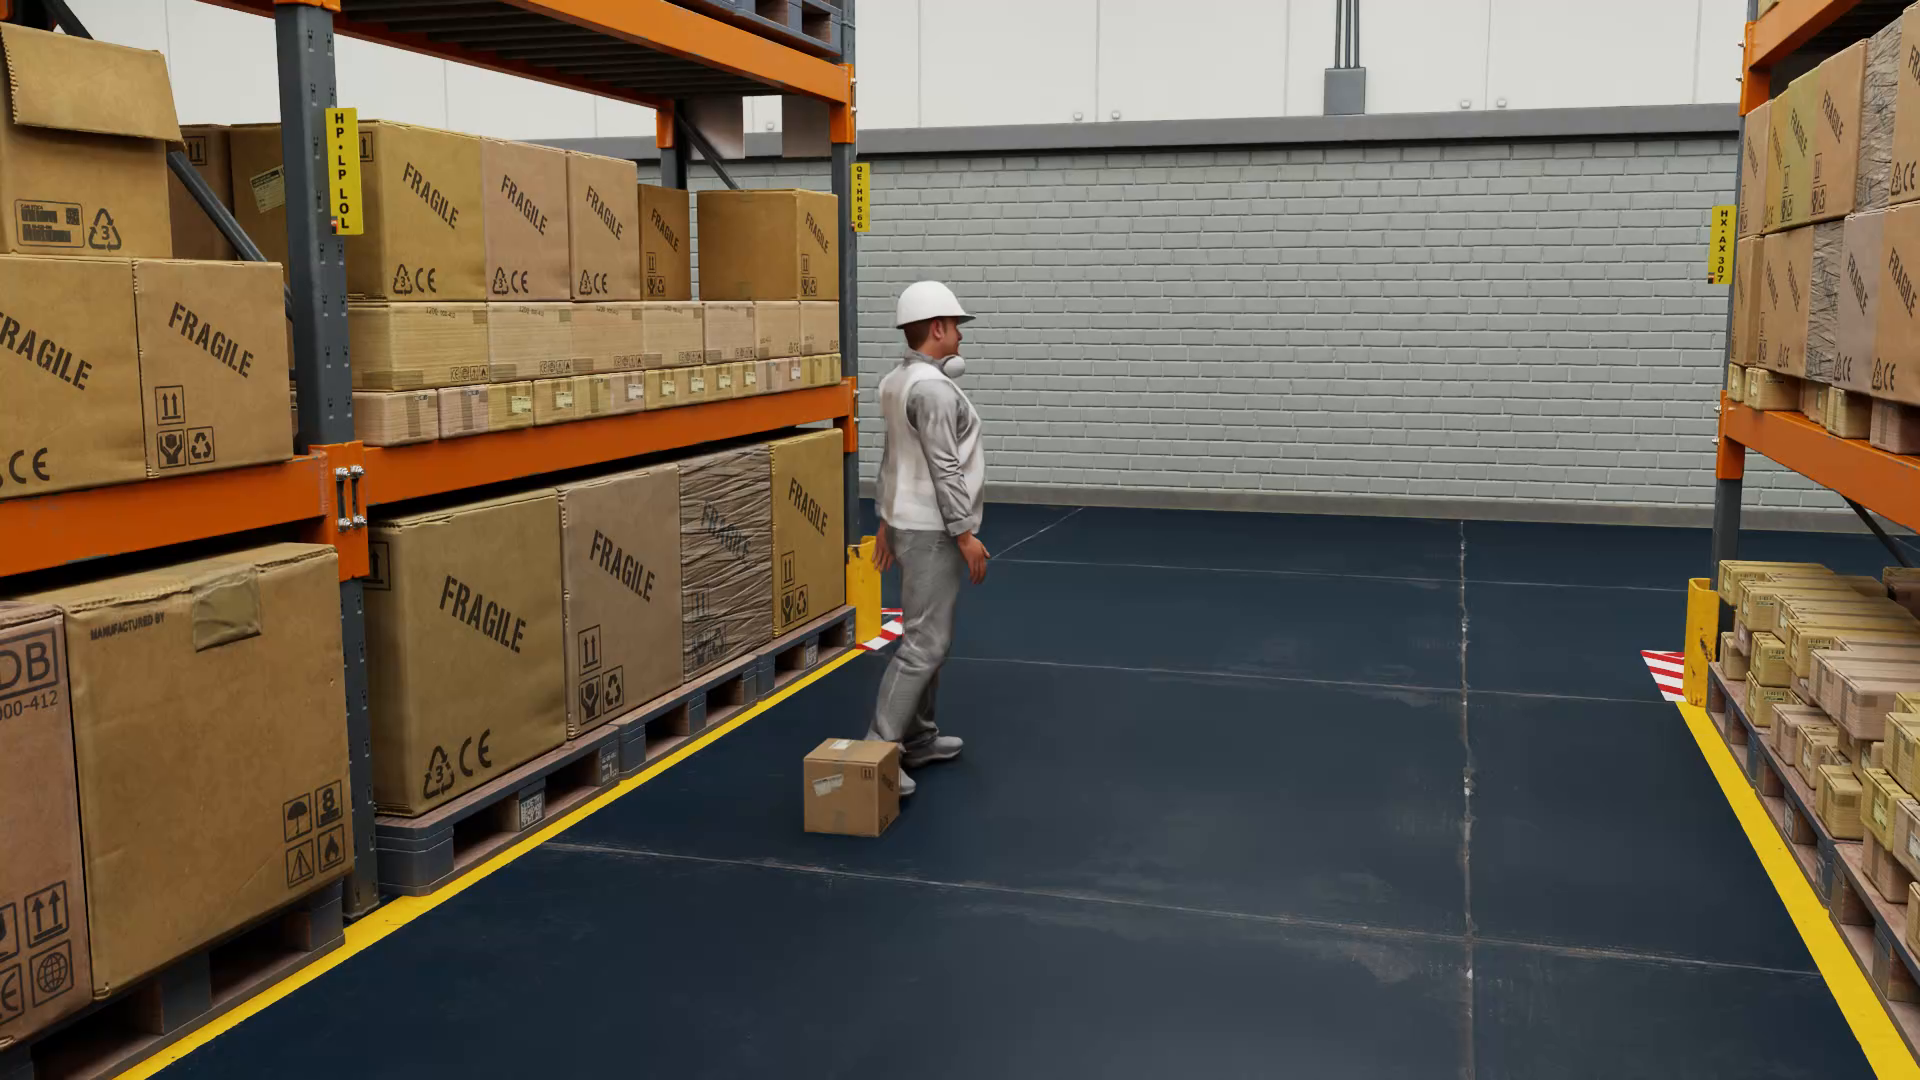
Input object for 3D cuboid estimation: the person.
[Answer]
[{"bbox_3d":[-0.140,-0.020,5.858,0.491,1.766,0.709,-2,8,-12],"label":"person"}]
